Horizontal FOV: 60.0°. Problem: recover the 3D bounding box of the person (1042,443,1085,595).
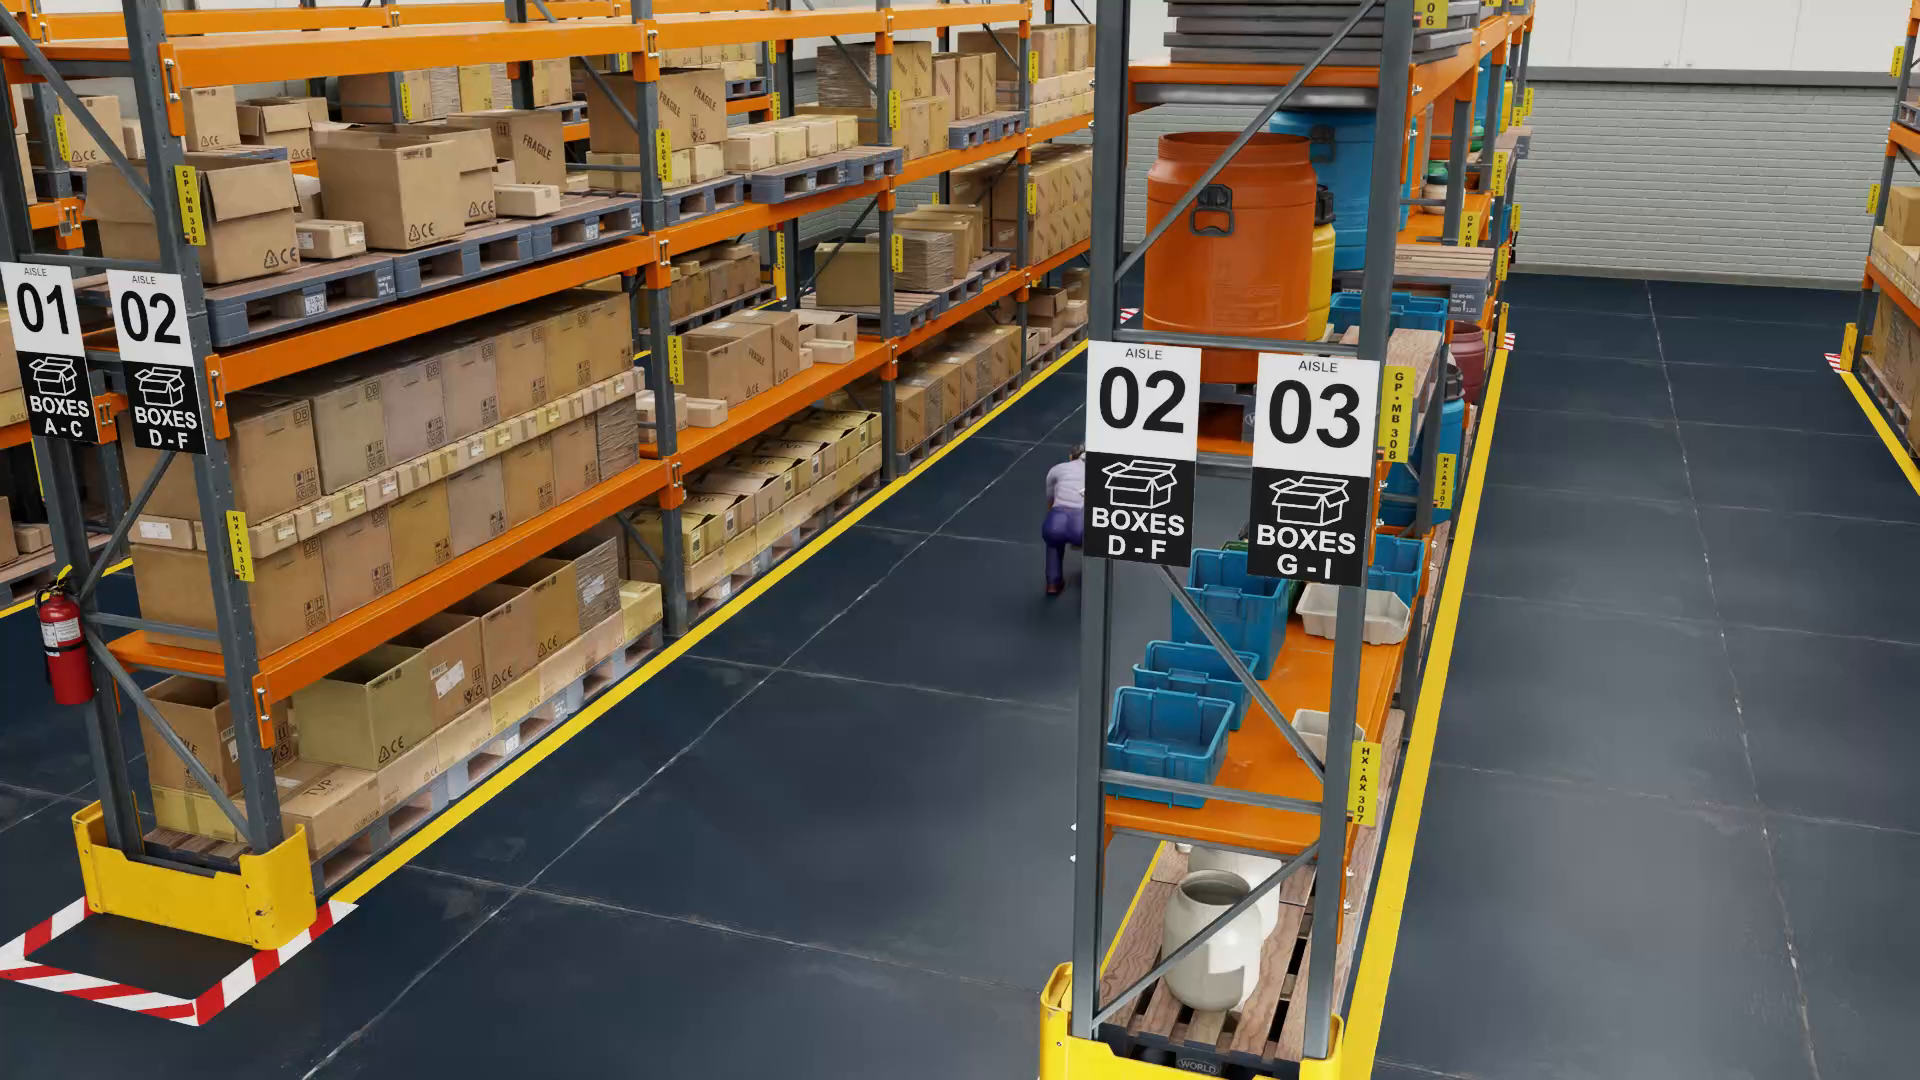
[{"bbox_3d":[0.857,-0.137,12.422,0.531,1.053,0.783,6,20,18],"label":"person"}]
